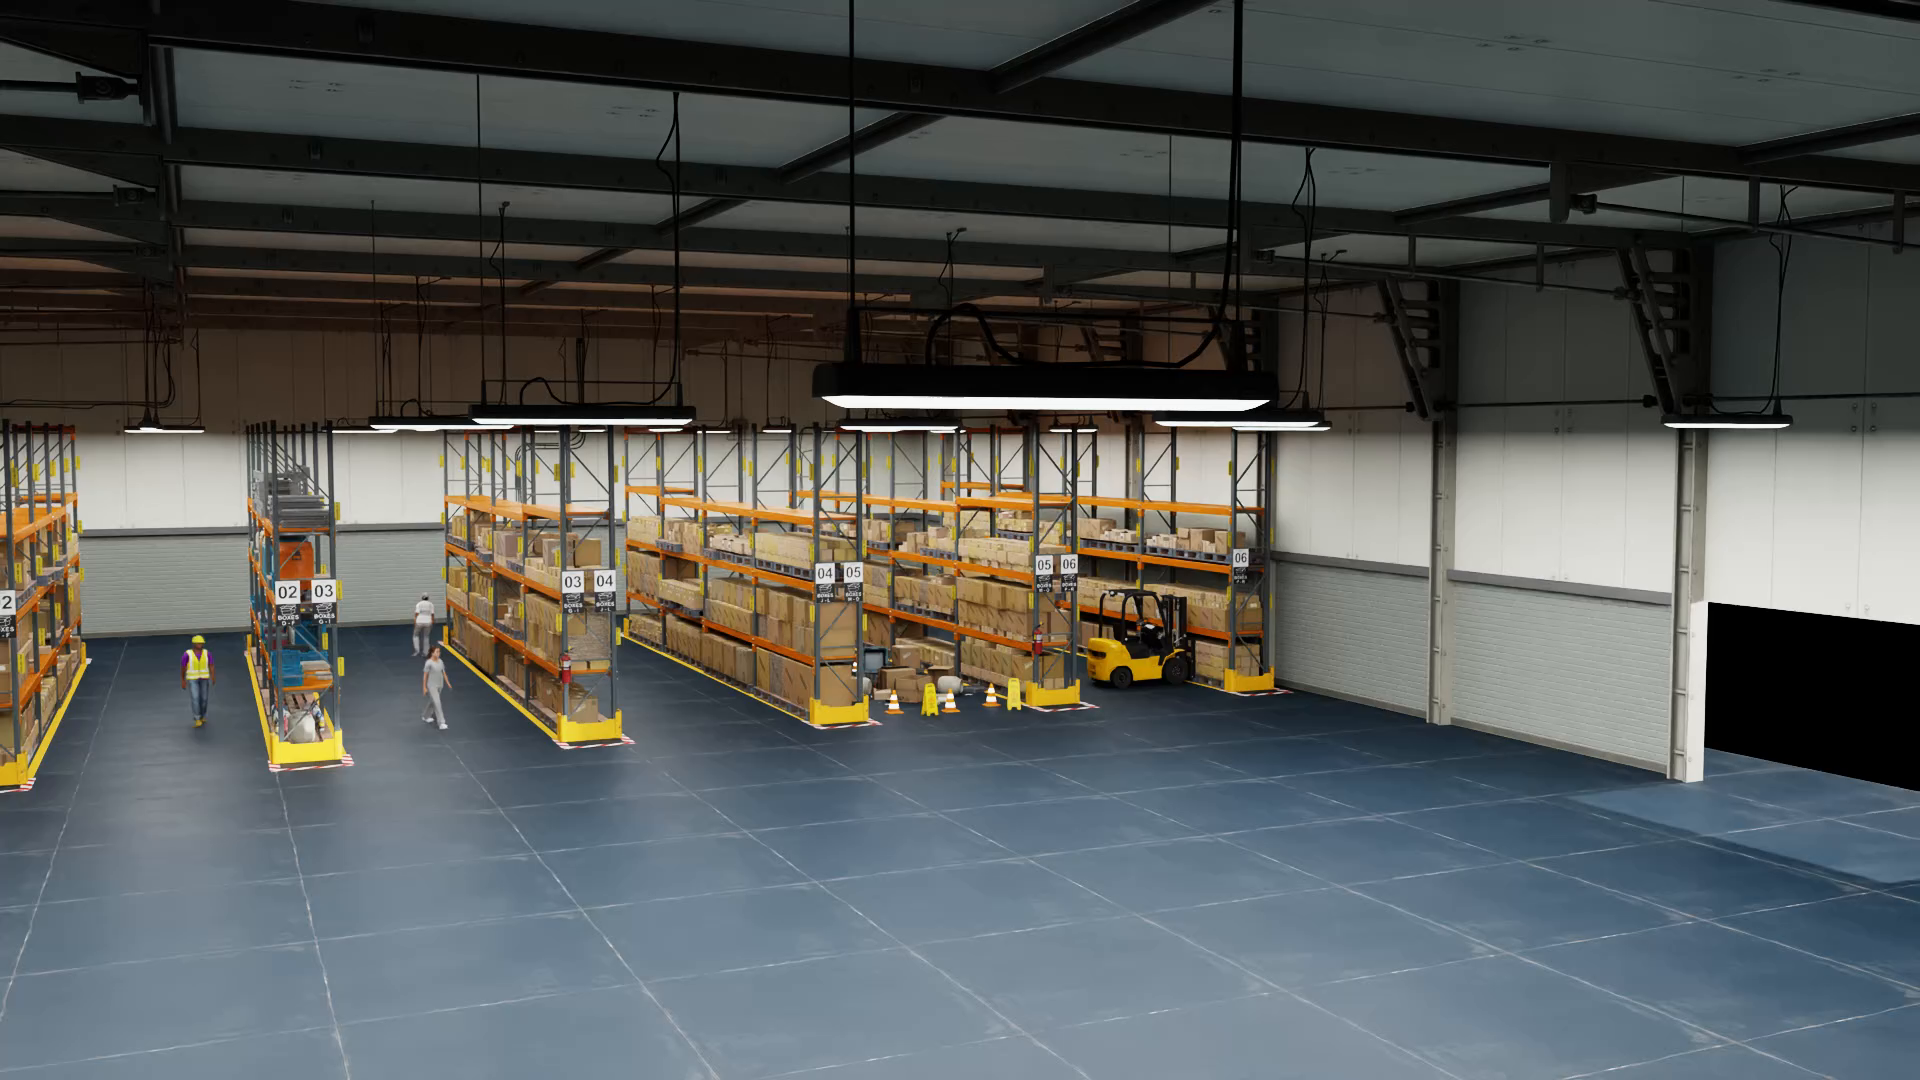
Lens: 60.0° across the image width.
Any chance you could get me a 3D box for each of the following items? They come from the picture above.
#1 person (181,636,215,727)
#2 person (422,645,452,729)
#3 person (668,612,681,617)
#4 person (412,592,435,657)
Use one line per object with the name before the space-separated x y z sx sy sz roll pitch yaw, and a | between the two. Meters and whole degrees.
person | -15.072 2.801 32.993 0.601 1.768 0.806 -3 5 -39
person | -10.286 2.860 32.589 1.106 1.607 0.516 3 5 40
person | -8.494 1.871 49.192 0.763 1.519 0.473 -1 4 -18
person | -13.921 2.196 43.100 0.586 1.673 0.414 -2 4 -23
